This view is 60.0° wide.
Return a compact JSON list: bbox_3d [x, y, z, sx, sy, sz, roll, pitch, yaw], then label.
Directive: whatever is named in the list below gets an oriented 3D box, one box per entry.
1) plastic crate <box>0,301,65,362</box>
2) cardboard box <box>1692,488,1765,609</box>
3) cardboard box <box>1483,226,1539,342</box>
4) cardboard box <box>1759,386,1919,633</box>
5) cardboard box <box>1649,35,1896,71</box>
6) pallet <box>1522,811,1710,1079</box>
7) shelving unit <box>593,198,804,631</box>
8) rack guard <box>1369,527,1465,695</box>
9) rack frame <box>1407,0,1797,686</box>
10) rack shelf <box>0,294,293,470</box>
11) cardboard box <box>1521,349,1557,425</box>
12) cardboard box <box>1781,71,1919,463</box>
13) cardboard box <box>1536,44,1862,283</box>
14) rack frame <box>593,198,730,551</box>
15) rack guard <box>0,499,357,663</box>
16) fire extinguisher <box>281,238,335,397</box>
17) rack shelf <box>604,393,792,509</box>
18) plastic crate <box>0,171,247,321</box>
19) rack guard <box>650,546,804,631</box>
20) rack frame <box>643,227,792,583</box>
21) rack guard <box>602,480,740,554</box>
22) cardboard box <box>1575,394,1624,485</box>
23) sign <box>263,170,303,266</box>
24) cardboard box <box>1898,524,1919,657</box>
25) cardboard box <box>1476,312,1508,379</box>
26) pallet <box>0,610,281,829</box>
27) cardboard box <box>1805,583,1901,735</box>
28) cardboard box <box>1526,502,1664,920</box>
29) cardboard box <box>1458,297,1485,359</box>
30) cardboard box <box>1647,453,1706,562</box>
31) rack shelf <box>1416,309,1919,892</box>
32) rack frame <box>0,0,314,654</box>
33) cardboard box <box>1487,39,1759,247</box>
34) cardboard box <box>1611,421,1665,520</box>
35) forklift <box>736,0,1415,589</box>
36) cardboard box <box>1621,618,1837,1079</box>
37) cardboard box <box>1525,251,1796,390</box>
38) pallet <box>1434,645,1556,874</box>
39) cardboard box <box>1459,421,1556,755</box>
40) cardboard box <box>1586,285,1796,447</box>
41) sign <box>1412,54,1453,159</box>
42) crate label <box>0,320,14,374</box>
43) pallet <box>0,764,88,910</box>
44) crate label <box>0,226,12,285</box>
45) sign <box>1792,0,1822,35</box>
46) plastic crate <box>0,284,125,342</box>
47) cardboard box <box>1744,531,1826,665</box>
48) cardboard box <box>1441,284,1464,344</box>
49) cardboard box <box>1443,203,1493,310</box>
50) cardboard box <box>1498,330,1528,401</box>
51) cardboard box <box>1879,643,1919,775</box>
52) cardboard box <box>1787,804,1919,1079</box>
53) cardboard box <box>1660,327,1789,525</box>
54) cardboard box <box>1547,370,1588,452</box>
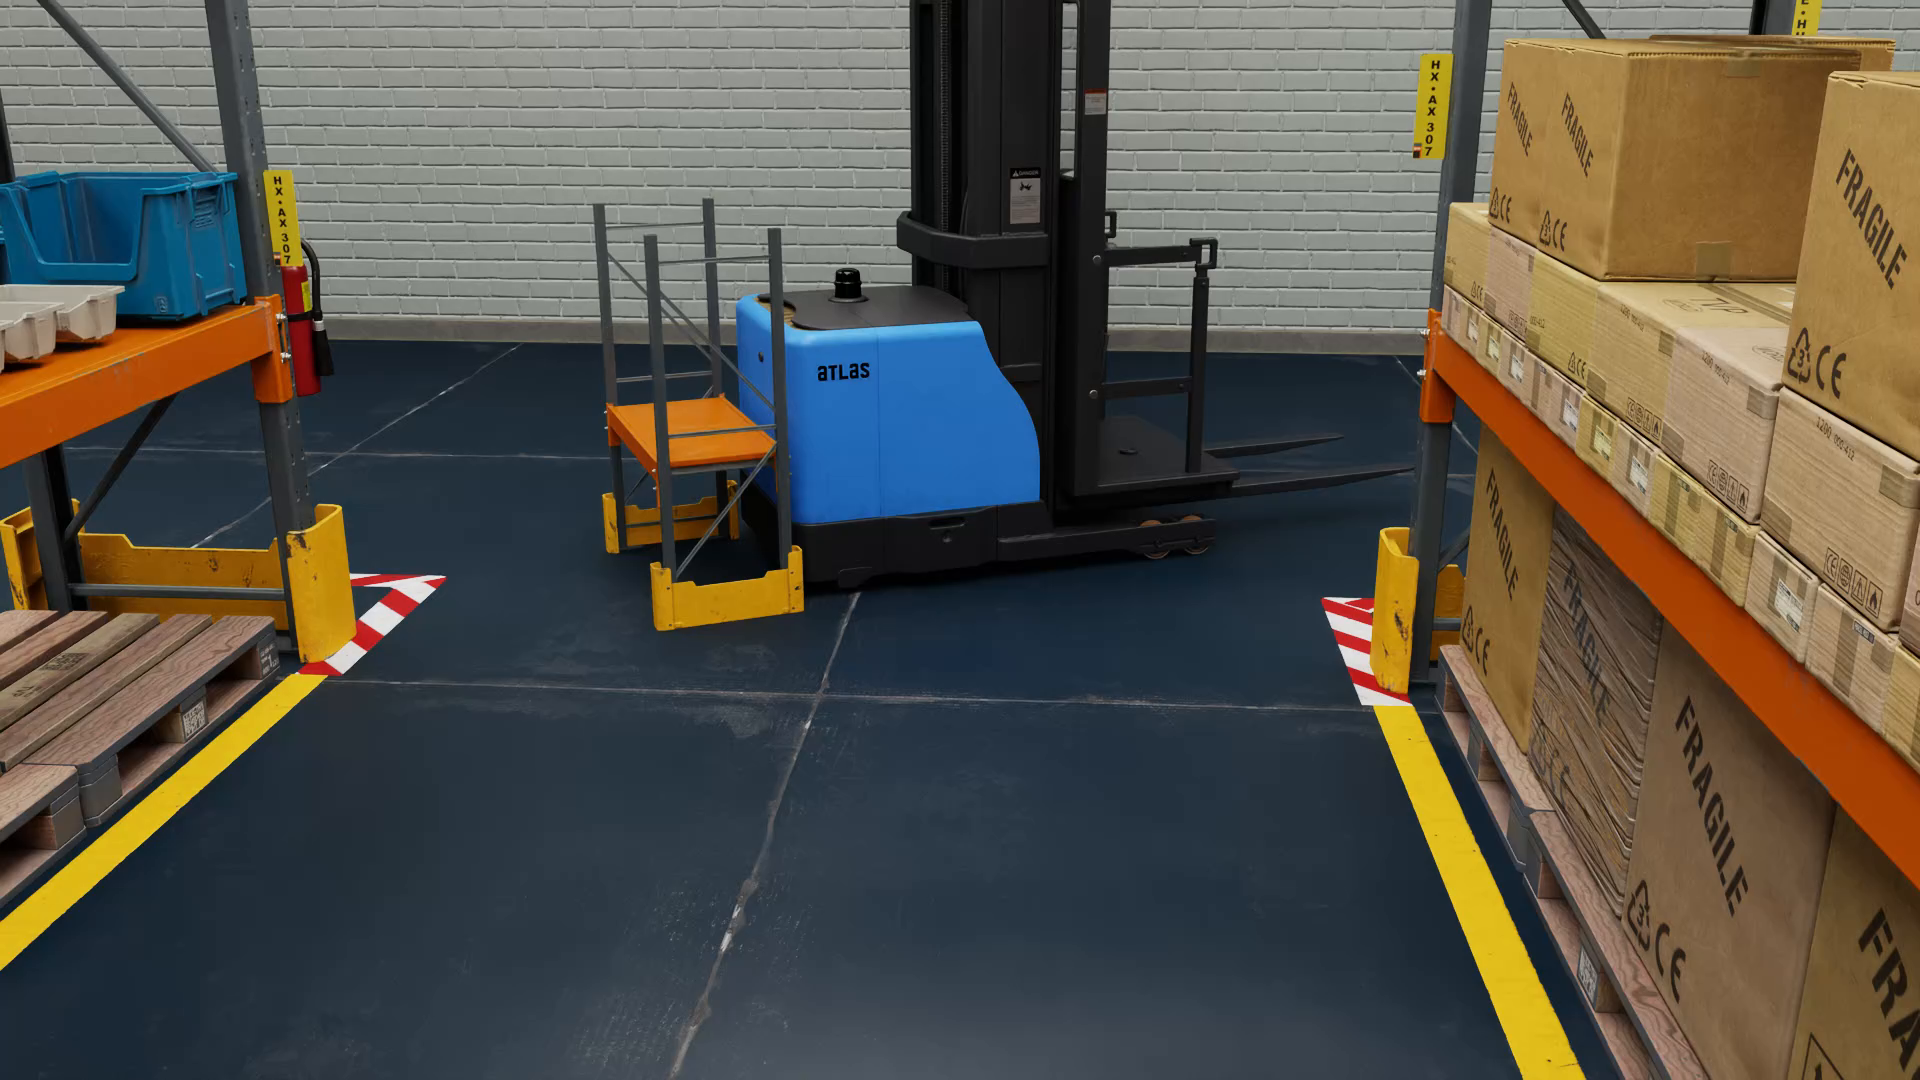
[{"bbox_3d":[-2.788,-0.590,4.734,0.396,0.136,0.243,1,18,4],"label":"plastic crate"},{"bbox_3d":[1.547,0.017,2.958,0.380,0.149,0.250,2,18,5],"label":"cardboard box"},{"bbox_3d":[1.731,-0.689,4.471,0.500,0.250,0.500,1,18,3],"label":"cardboard box"},{"bbox_3d":[1.583,-0.055,2.536,0.500,0.250,0.500,2,18,6],"label":"cardboard box"},{"bbox_3d":[2.293,-1.193,4.804,0.500,0.500,0.500,2,18,5],"label":"cardboard box"},{"bbox_3d":[1.996,1.030,3.941,1.003,0.211,1.213,1,18,4],"label":"pallet"},{"bbox_3d":[-1.085,-0.553,6.701,0.587,1.500,1.083,-7,19,-21],"label":"shelving unit"},{"bbox_3d":[2.067,0.257,5.836,1.175,0.500,0.348,1,18,4],"label":"rack guard"},{"bbox_3d":[2.065,-0.923,5.424,1.000,3.000,0.127,1,18,4],"label":"rack frame"},{"bbox_3d":[-3.018,-0.071,3.977,1.077,0.370,4.000,1,18,4],"label":"rack shelf"},{"bbox_3d":[1.639,-0.382,4.175,0.380,0.149,0.250,1,18,3],"label":"cardboard box"},{"bbox_3d":[1.585,-0.412,2.421,0.500,0.500,0.500,1,18,4],"label":"cardboard box"},{"bbox_3d":[1.695,-0.890,3.882,0.500,0.500,0.500,1,18,2],"label":"cardboard box"},{"bbox_3d":[-1.271,-0.697,7.141,0.500,1.500,0.032,-7,19,-21],"label":"rack frame"},{"bbox_3d":[-2.886,0.146,6.174,1.175,0.500,0.348,1,18,4],"label":"rack guard"},{"bbox_3d":[-2.411,-0.857,5.943,0.296,0.674,0.183,1,18,4],"label":"fire extinguisher"},{"bbox_3d":[-1.081,-0.379,6.749,0.538,0.185,1.000,-7,19,-21],"label":"rack shelf"},{"bbox_3d":[-2.713,-0.971,5.416,0.616,0.435,0.499,1,18,4],"label":"plastic crate"},{"bbox_3d":[-0.899,0.185,6.457,0.587,0.250,0.087,-7,19,-21],"label":"rack guard"},{"bbox_3d":[-0.892,-0.404,6.245,0.500,1.500,0.032,-7,19,-21],"label":"rack frame"},{"bbox_3d":[-1.270,-0.103,7.335,0.587,0.250,0.087,-7,19,-21],"label":"rack guard"},{"bbox_3d":[1.602,-0.223,3.691,0.380,0.149,0.250,1,18,3],"label":"cardboard box"},{"bbox_3d":[-2.325,-1.104,5.714,0.100,0.325,0.005,1,18,4],"label":"sign"},{"bbox_3d":[1.548,0.106,2.046,0.500,0.250,0.500,1,18,3],"label":"cardboard box"},{"bbox_3d":[1.676,-0.542,4.663,0.380,0.149,0.250,1,18,3],"label":"cardboard box"},{"bbox_3d":[-2.973,0.546,5.416,1.003,0.211,1.213,1,18,4],"label":"pallet"},{"bbox_3d":[1.510,0.177,2.470,0.380,0.149,0.250,1,18,3],"label":"cardboard box"},{"bbox_3d":[2.034,0.370,4.214,0.875,0.875,0.875,1,18,4],"label":"cardboard box"},{"bbox_3d":[1.694,-0.621,4.905,0.380,0.149,0.250,1,18,3],"label":"cardboard box"},{"bbox_3d":[1.565,-0.063,3.201,0.380,0.149,0.250,1,18,3],"label":"cardboard box"},{"bbox_3d":[1.922,0.040,3.640,1.077,0.370,4.000,1,18,4],"label":"rack shelf"},{"bbox_3d":[-2.875,-1.034,5.761,1.000,3.000,0.127,1,18,4],"label":"rack frame"},{"bbox_3d":[1.726,-1.051,4.373,0.500,0.500,0.500,1,18,3],"label":"cardboard box"},{"bbox_3d":[1.585,-0.142,3.442,0.380,0.149,0.250,2,18,5],"label":"cardboard box"},{"bbox_3d":[0.586,-1.458,7.165,3.031,2.935,1.130,-6,19,-19],"label":"forklift"},{"bbox_3d":[1.970,0.646,3.371,0.875,0.875,0.875,1,18,4],"label":"cardboard box"},{"bbox_3d":[1.691,-0.533,3.995,0.500,0.250,0.500,1,18,2],"label":"cardboard box"},{"bbox_3d":[2.086,0.652,5.095,1.003,0.211,1.213,1,18,4],"label":"pallet"},{"bbox_3d":[2.099,0.087,5.077,0.875,0.875,0.875,1,18,4],"label":"cardboard box"},{"bbox_3d":[1.659,-0.371,3.500,0.500,0.250,0.500,1,18,3],"label":"cardboard box"},{"bbox_3d":[1.512,-1.387,5.320,0.100,0.325,0.005,1,18,4],"label":"sign"},{"bbox_3d":[-2.784,-0.503,4.468,0.396,0.136,0.243,1,18,4],"label":"crate label"},{"bbox_3d":[-3.063,0.924,4.263,1.003,0.211,1.213,1,18,4],"label":"pallet"},{"bbox_3d":[-3.221,-0.914,5.566,0.416,0.233,0.303,1,18,4],"label":"crate label"},{"bbox_3d":[2.606,-1.570,5.156,0.100,0.325,0.005,1,18,4],"label":"sign"},{"bbox_3d":[-2.753,-0.680,5.008,0.396,0.136,0.243,1,18,4],"label":"plastic crate"},{"bbox_3d":[1.529,0.097,2.714,0.380,0.149,0.250,2,18,5],"label":"cardboard box"},{"bbox_3d":[1.711,-0.701,5.149,0.380,0.149,0.250,1,18,5],"label":"cardboard box"},{"bbox_3d":[1.762,-0.850,4.964,0.500,0.250,0.500,1,18,2],"label":"cardboard box"},{"bbox_3d":[1.658,-0.461,4.416,0.380,0.149,0.250,1,18,3],"label":"cardboard box"},{"bbox_3d":[1.492,0.256,2.227,0.380,0.149,0.250,2,18,5],"label":"cardboard box"},{"bbox_3d":[1.906,0.926,2.518,0.875,0.875,0.875,1,18,4],"label":"cardboard box"},{"bbox_3d":[1.620,-0.213,3.020,0.500,0.250,0.500,2,18,5],"label":"cardboard box"},{"bbox_3d":[1.621,-0.302,3.930,0.380,0.149,0.250,1,18,3],"label":"cardboard box"}]
